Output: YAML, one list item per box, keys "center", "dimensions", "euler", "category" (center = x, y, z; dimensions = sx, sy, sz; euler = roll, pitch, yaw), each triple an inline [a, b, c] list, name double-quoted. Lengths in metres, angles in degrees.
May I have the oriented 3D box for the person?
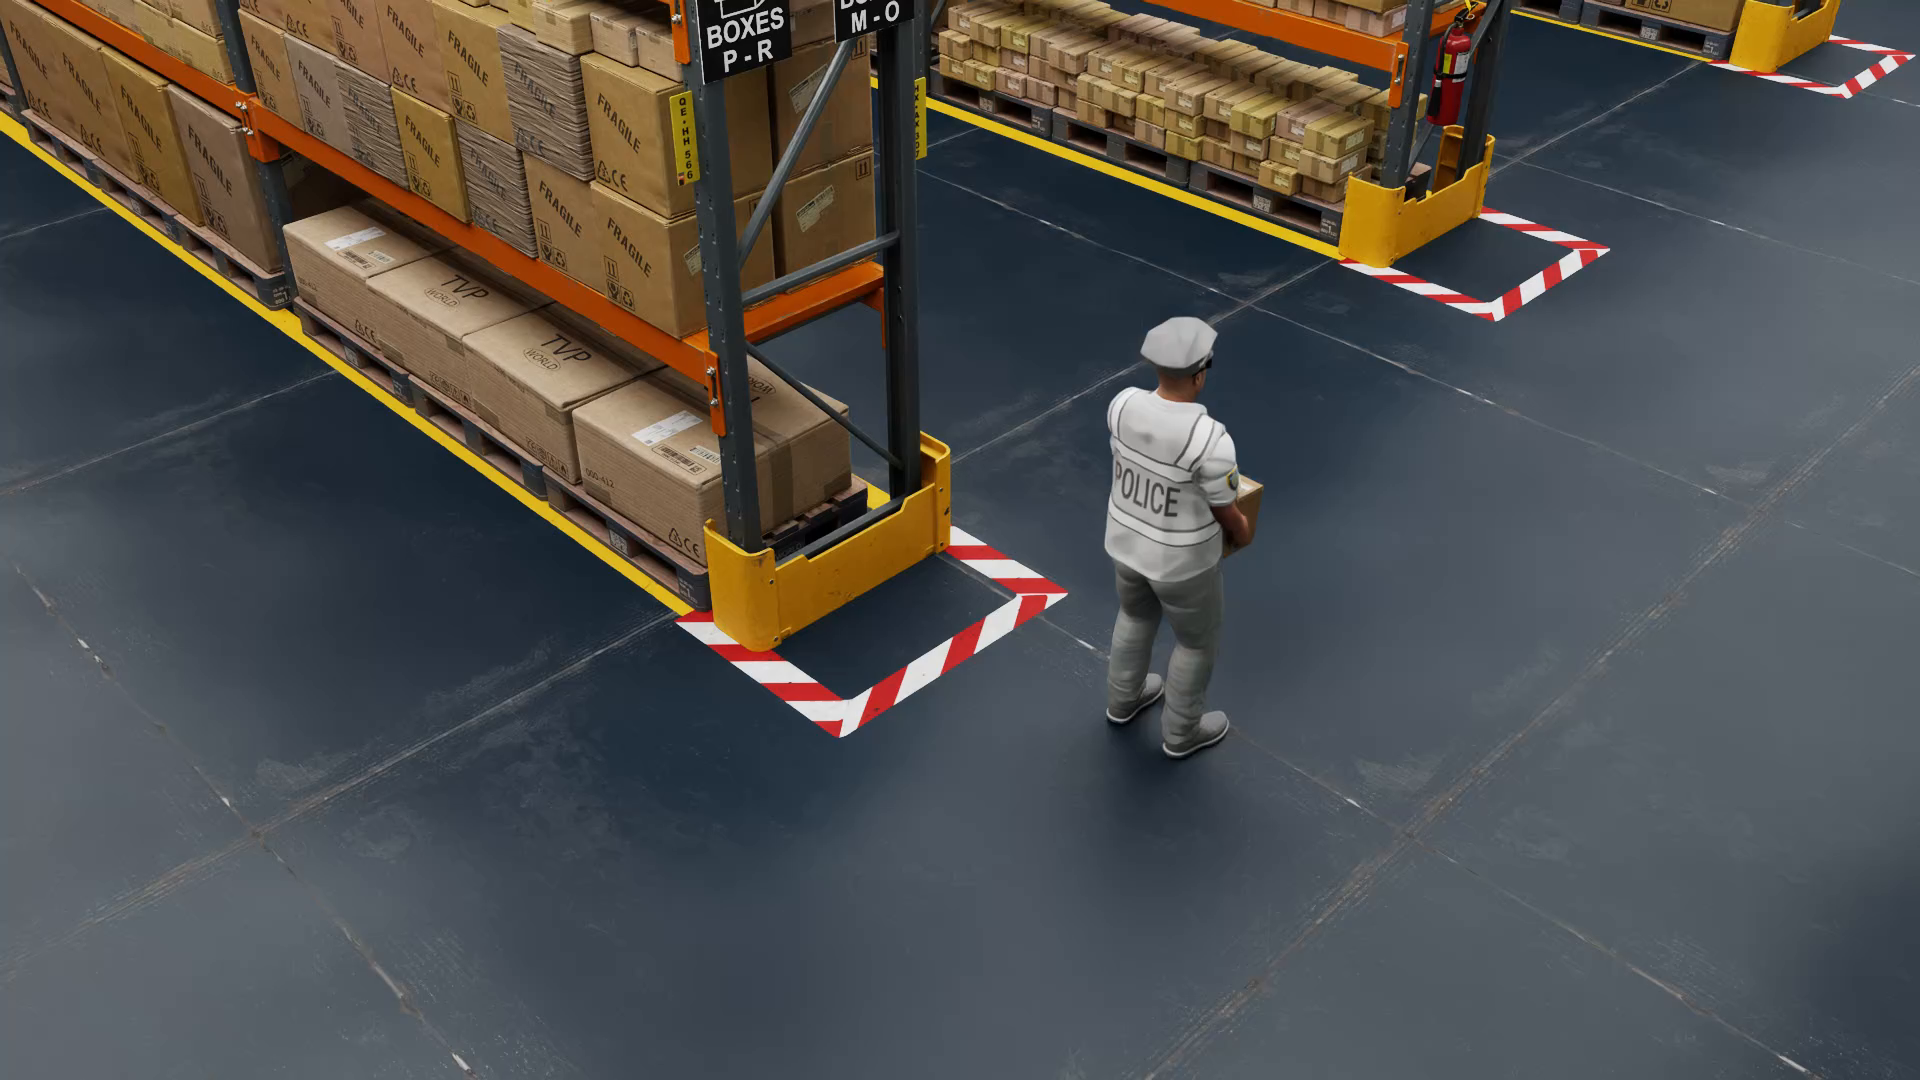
- center: [0.799, -0.011, 6.133]
  dimensions: [0.530, 1.772, 0.513]
  euler: [29, 45, 35]
  category: "person"
